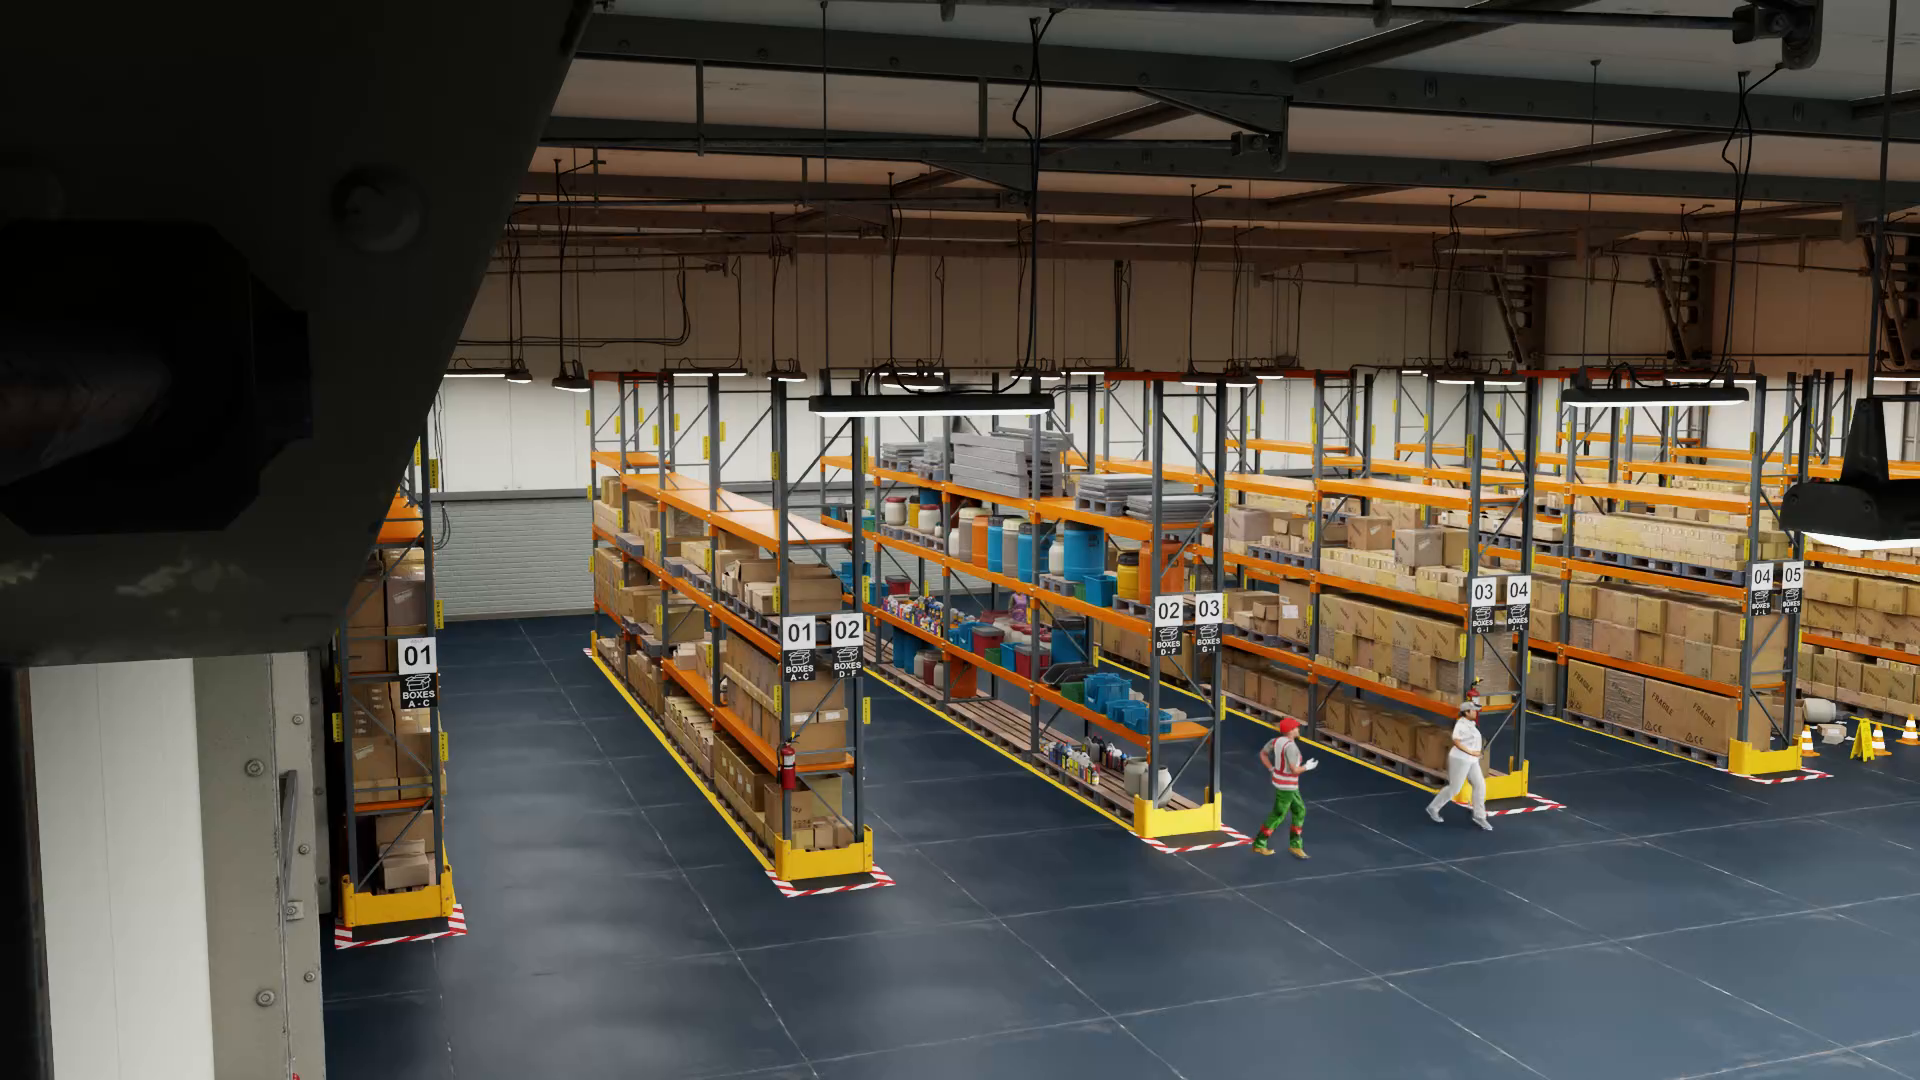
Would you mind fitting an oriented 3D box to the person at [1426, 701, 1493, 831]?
[{"bbox_3d":[6.817,3.016,22.442,0.871,1.676,0.697,5,8,36],"label":"person"}]

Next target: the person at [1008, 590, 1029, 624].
[{"bbox_3d":[1.200,1.627,33.683,0.511,1.561,0.676,-3,7,-22],"label":"person"}]

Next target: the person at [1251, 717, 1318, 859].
[{"bbox_3d":[4.057,3.136,20.791,0.792,1.851,0.616,0,6,-1],"label":"person"}]
